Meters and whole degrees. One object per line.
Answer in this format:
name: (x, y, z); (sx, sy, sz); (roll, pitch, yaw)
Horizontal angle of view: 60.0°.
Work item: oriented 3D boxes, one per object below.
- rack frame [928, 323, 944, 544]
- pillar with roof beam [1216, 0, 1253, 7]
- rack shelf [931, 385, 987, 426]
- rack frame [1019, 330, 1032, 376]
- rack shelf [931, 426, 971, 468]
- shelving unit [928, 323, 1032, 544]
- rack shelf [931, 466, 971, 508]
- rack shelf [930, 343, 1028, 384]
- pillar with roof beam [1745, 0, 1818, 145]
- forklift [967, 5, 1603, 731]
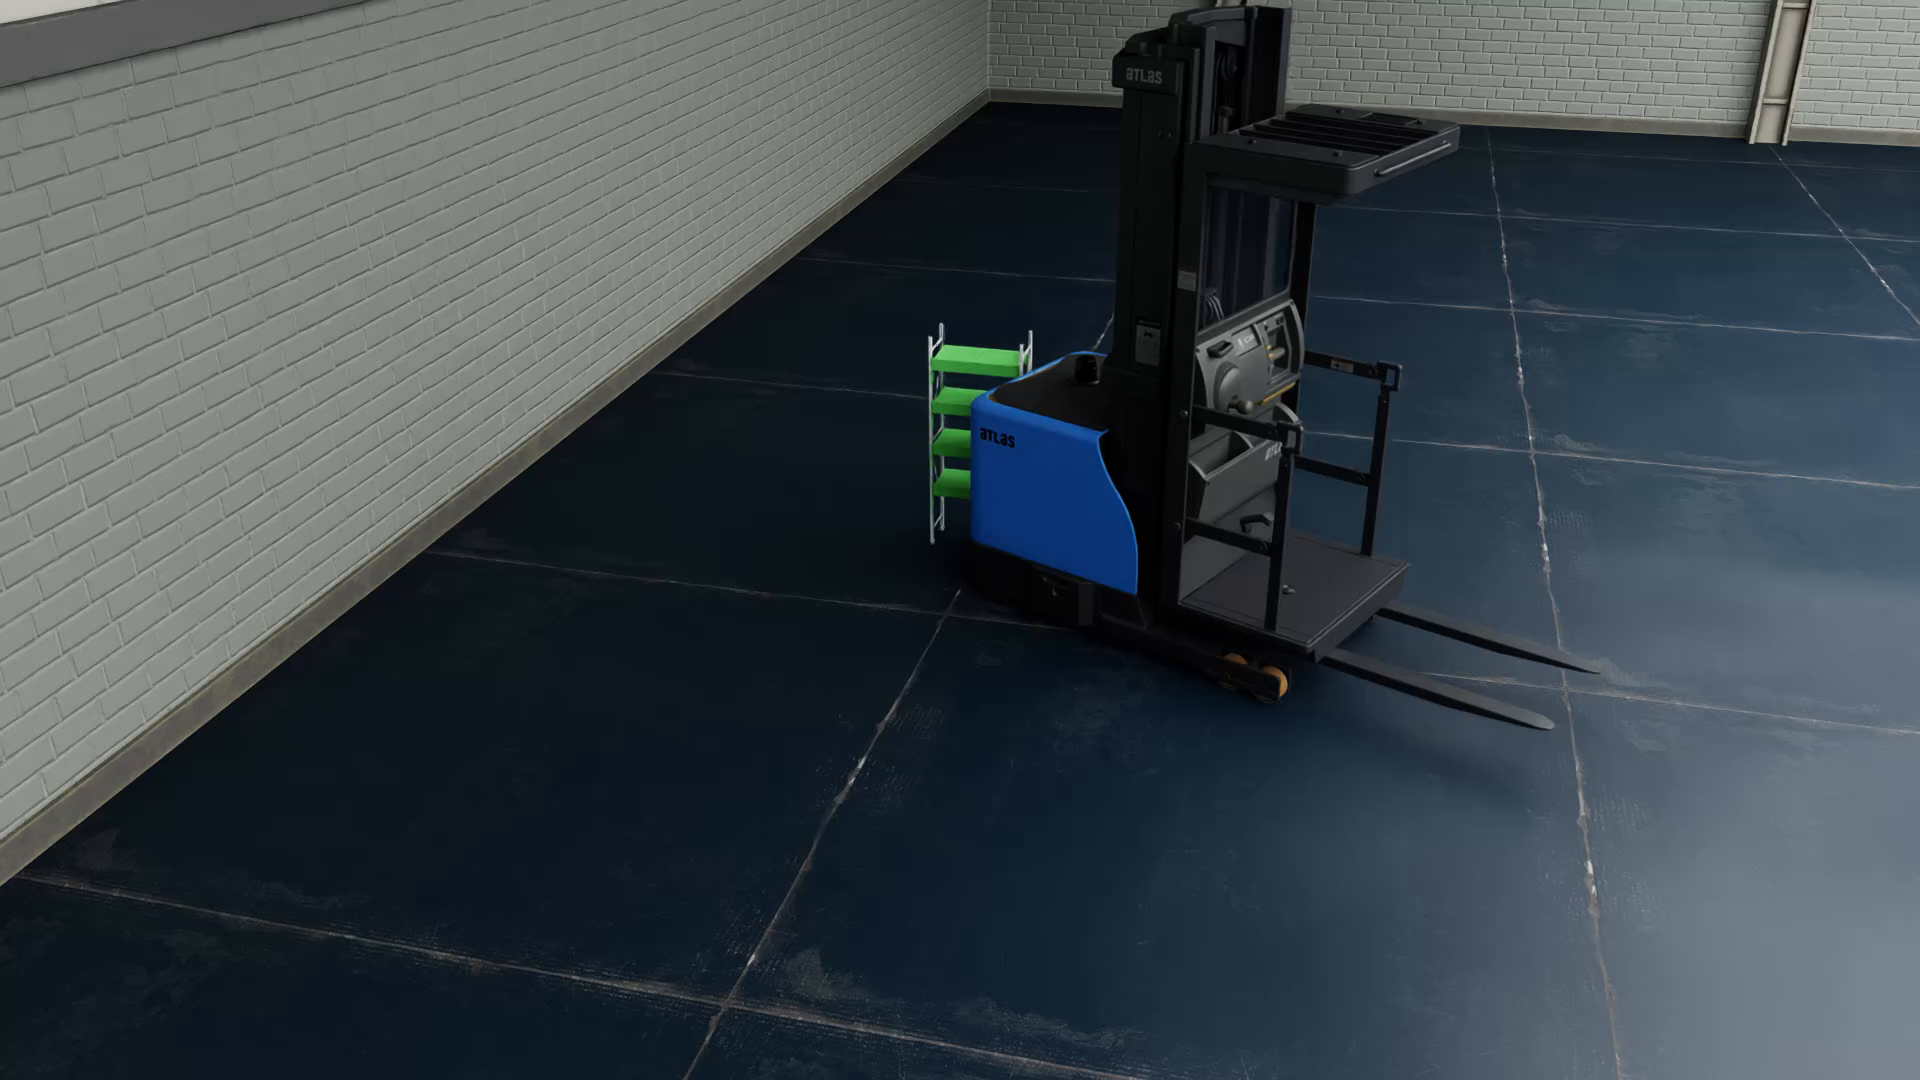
rack frame: (-0.128, -0.569, 9.049); (0.015, 1.200, 0.240); (6, 26, 13)
pillar with roof beam: (2.140, -7.379, 14.280); (0.400, 9.000, 9.100); (6, 26, 13)
rack shelf: (0.108, -0.701, 8.917); (0.480, 0.148, 0.258); (6, 26, 13)
rack frame: (0.344, -0.516, 8.937); (0.015, 1.200, 0.240); (6, 26, 13)
rack shelf: (0.108, -0.484, 9.020); (0.480, 0.148, 0.258); (6, 26, 13)
shelving unit: (0.108, -0.542, 8.993); (0.503, 1.200, 0.258); (6, 26, 13)
rack shelf: (0.108, -0.268, 9.124); (0.480, 0.148, 0.258); (6, 26, 13)
rack shelf: (0.108, -0.918, 8.814); (0.480, 0.148, 0.258); (6, 26, 13)
pillar with roof beam: (7.950, -6.736, 12.931); (0.400, 9.000, 9.100); (6, 26, 13)
forklift: (1.511, -0.830, 7.584); (3.031, 2.935, 1.130); (19, 31, 34)
